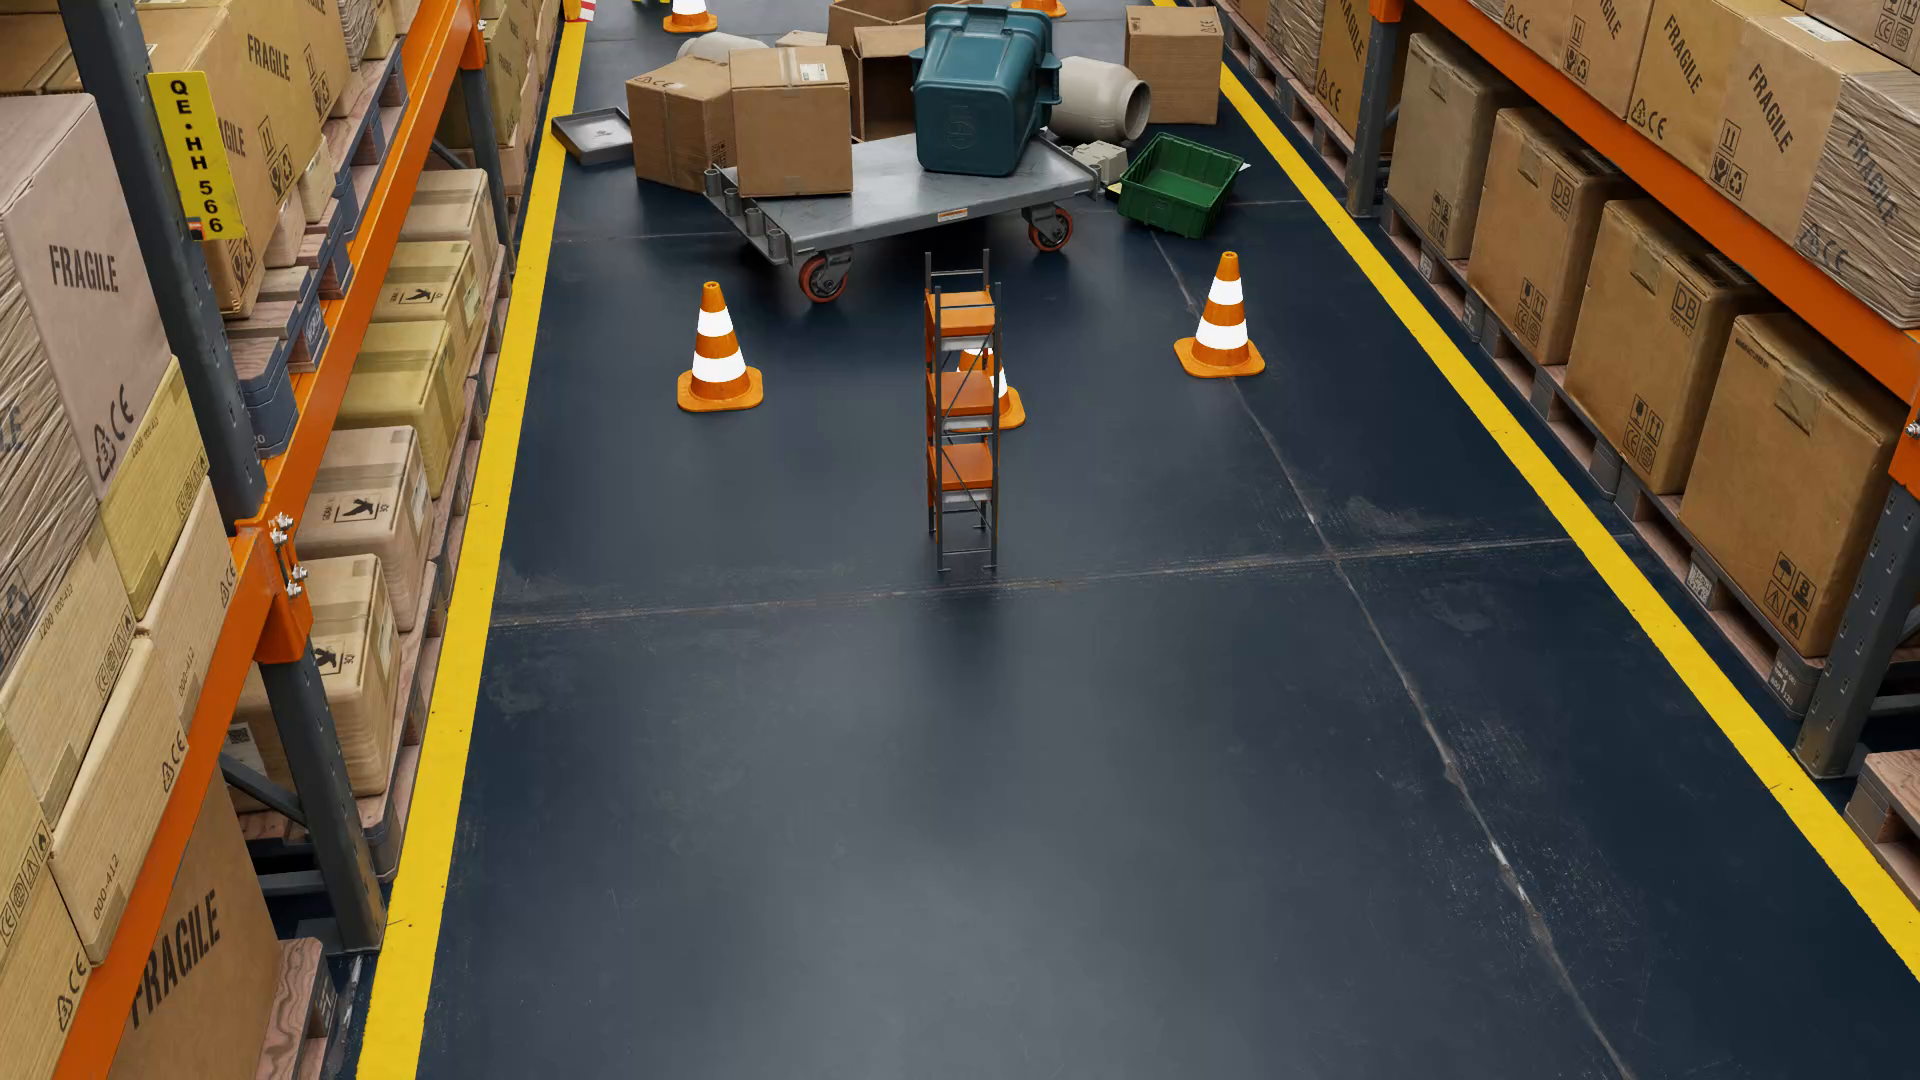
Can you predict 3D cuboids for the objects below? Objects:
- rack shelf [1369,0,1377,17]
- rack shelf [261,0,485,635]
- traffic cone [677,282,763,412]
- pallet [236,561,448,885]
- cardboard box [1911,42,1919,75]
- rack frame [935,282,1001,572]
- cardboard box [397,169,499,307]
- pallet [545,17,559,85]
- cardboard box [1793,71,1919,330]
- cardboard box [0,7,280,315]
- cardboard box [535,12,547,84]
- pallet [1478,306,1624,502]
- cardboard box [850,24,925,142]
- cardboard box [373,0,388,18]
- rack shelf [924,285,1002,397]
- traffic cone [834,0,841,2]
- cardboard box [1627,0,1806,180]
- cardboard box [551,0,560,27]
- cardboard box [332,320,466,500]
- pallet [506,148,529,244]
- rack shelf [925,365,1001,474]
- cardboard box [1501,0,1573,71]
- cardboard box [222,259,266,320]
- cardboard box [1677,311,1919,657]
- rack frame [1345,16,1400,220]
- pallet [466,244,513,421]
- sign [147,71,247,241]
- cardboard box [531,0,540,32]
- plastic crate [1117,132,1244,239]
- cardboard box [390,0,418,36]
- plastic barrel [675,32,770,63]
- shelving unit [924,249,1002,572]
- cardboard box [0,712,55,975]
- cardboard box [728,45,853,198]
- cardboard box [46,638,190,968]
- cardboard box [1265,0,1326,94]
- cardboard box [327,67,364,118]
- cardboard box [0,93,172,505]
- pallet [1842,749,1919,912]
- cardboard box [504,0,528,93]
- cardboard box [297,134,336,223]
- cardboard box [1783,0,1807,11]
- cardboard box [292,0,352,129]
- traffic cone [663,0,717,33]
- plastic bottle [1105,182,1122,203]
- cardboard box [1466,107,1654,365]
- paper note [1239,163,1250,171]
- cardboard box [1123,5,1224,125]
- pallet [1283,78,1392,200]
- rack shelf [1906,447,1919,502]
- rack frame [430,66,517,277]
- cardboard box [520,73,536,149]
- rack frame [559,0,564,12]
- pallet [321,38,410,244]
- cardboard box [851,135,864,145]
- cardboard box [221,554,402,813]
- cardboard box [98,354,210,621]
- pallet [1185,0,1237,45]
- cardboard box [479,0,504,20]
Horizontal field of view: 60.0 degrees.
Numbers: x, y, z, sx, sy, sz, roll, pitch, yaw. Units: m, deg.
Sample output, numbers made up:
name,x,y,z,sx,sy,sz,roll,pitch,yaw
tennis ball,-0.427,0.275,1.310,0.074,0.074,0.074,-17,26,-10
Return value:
name,x,y,z,sx,sy,sz,roll,pitch,yaw
rack shelf,2.113,-3.672,9.114,1.077,0.370,4.000,-4,35,-6
rack shelf,-2.240,-1.009,5.206,1.077,0.370,4.000,-4,35,-6
traffic cone,-0.955,-0.788,6.495,0.336,0.463,0.334,-4,35,-6
pallet,-2.075,0.526,4.791,1.003,0.211,1.213,-4,35,-6
cardboard box,2.870,-1.327,4.057,0.700,0.500,0.500,-5,35,-7
rack frame,0.024,-0.336,5.311,0.200,1.050,0.008,-4,35,-6
cardboard box,-2.436,-1.217,6.833,0.950,0.372,0.625,-4,34,-6
pallet,-2.963,-3.004,9.970,1.003,0.211,1.213,-4,35,-6
cardboard box,2.594,-0.894,4.309,0.500,0.500,0.500,-4,35,-6
cardboard box,-1.802,-0.797,3.529,0.500,0.500,0.500,-5,35,-8
cardboard box,-2.534,-2.680,9.087,0.500,0.250,0.500,-6,35,-8
pallet,2.728,-0.594,6.434,1.003,0.211,1.213,-4,35,-6
cardboard box,-0.168,-2.369,8.659,0.797,0.637,0.503,-4,35,-6
cardboard box,-2.088,-1.955,5.229,0.500,0.500,0.500,-3,34,-5
rack shelf,0.007,-0.630,5.257,0.215,0.259,0.240,-4,35,-6
traffic cone,-0.657,-3.738,10.824,0.336,0.463,0.334,-4,35,-6
cardboard box,2.461,-1.451,5.127,0.500,0.500,0.500,-5,35,-7
cardboard box,-2.668,-3.248,9.921,0.500,0.250,0.500,-5,35,-7
cardboard box,-2.241,-0.429,5.676,0.950,0.372,0.625,-3,34,-5
pallet,-2.634,-1.642,7.972,1.003,0.211,1.213,-4,35,-6
rack shelf,0.007,-0.395,5.416,0.215,0.259,0.240,-4,35,-6
cardboard box,2.320,-2.020,5.962,0.500,0.500,0.500,-5,35,-7
cardboard box,-1.835,-0.616,3.840,0.380,0.149,0.250,-6,35,-9
cardboard box,2.928,-0.212,5.022,1.050,0.750,0.750,-5,35,-7
rack frame,2.382,-2.854,7.274,1.000,3.000,0.127,-4,35,-6
pallet,-2.403,-0.836,6.789,1.003,0.211,1.213,-4,35,-6
sign,-1.421,-0.712,3.104,0.100,0.325,0.005,-4,35,-6
cardboard box,-2.546,-3.001,8.893,0.500,0.500,0.500,-5,35,-7
plastic crate,1.061,-1.713,8.046,0.450,0.188,0.662,21,39,12
cardboard box,-2.040,-1.794,5.569,0.380,0.149,0.250,-4,34,-6
plastic barrel,-1.269,-2.552,9.119,0.512,0.421,0.421,20,39,26
shelving unit,0.007,-0.404,5.411,0.215,1.050,0.252,-4,35,-6
cardboard box,-1.492,0.486,2.062,0.500,0.250,0.500,-5,35,-8
cardboard box,-0.749,-1.854,7.354,0.500,0.500,0.500,-4,35,-6
cardboard box,-1.561,0.418,2.606,0.500,0.250,0.500,-4,34,-6
cardboard box,2.242,-3.008,9.014,0.875,0.875,0.875,-4,34,-6
cardboard box,-2.000,-1.361,4.934,0.380,0.149,0.250,-3,34,-5
cardboard box,-1.642,-0.376,2.661,0.500,0.500,0.500,-5,35,-8
pallet,3.024,0.967,4.144,1.003,0.211,1.213,-4,35,-6
cardboard box,-2.404,-2.417,8.036,0.500,0.500,0.500,-3,34,-4
cardboard box,-1.843,-0.927,4.297,0.380,0.149,0.250,-4,34,-6
cardboard box,2.729,-1.895,4.891,0.700,0.500,0.500,-5,35,-7
cardboard box,-1.957,-1.383,4.389,0.500,0.500,0.500,-4,34,-6
traffic cone,-1.711,-3.464,10.422,0.336,0.463,0.334,-4,35,-6
plastic bottle,0.850,-1.679,8.160,0.133,0.061,0.283,-24,41,-30
cardboard box,2.681,-1.219,6.500,1.050,0.750,0.750,-4,35,-6
paper note,1.395,-1.934,8.560,0.142,0.020,0.147,27,43,34
cardboard box,1.157,-2.610,9.134,0.500,0.500,0.500,1,34,2
pallet,2.358,-2.132,8.690,1.003,0.211,1.213,-4,35,-6
rack shelf,3.189,0.792,2.563,1.077,0.370,4.000,-4,35,-6
rack frame,-2.509,-2.422,6.641,1.000,3.000,0.127,-4,35,-6
cardboard box,-2.404,-2.106,8.246,0.500,0.250,0.500,-3,34,-4
rack frame,-3.047,-4.654,9.916,1.000,3.000,0.127,-4,35,-6
pallet,-2.278,-1.212,5.036,1.003,0.211,1.213,-4,35,-6
cardboard box,-0.492,-1.910,8.316,0.396,0.266,0.258,27,43,34
cardboard box,-2.037,0.406,4.451,0.950,0.372,0.625,-7,35,-10
cardboard box,-1.654,-0.084,2.898,0.500,0.250,0.500,-4,35,-7
pallet,2.030,-3.493,10.688,1.003,0.211,1.213,-4,35,-6
cardboard box,-2.278,-2.462,7.525,0.380,0.149,0.250,-4,34,-6
